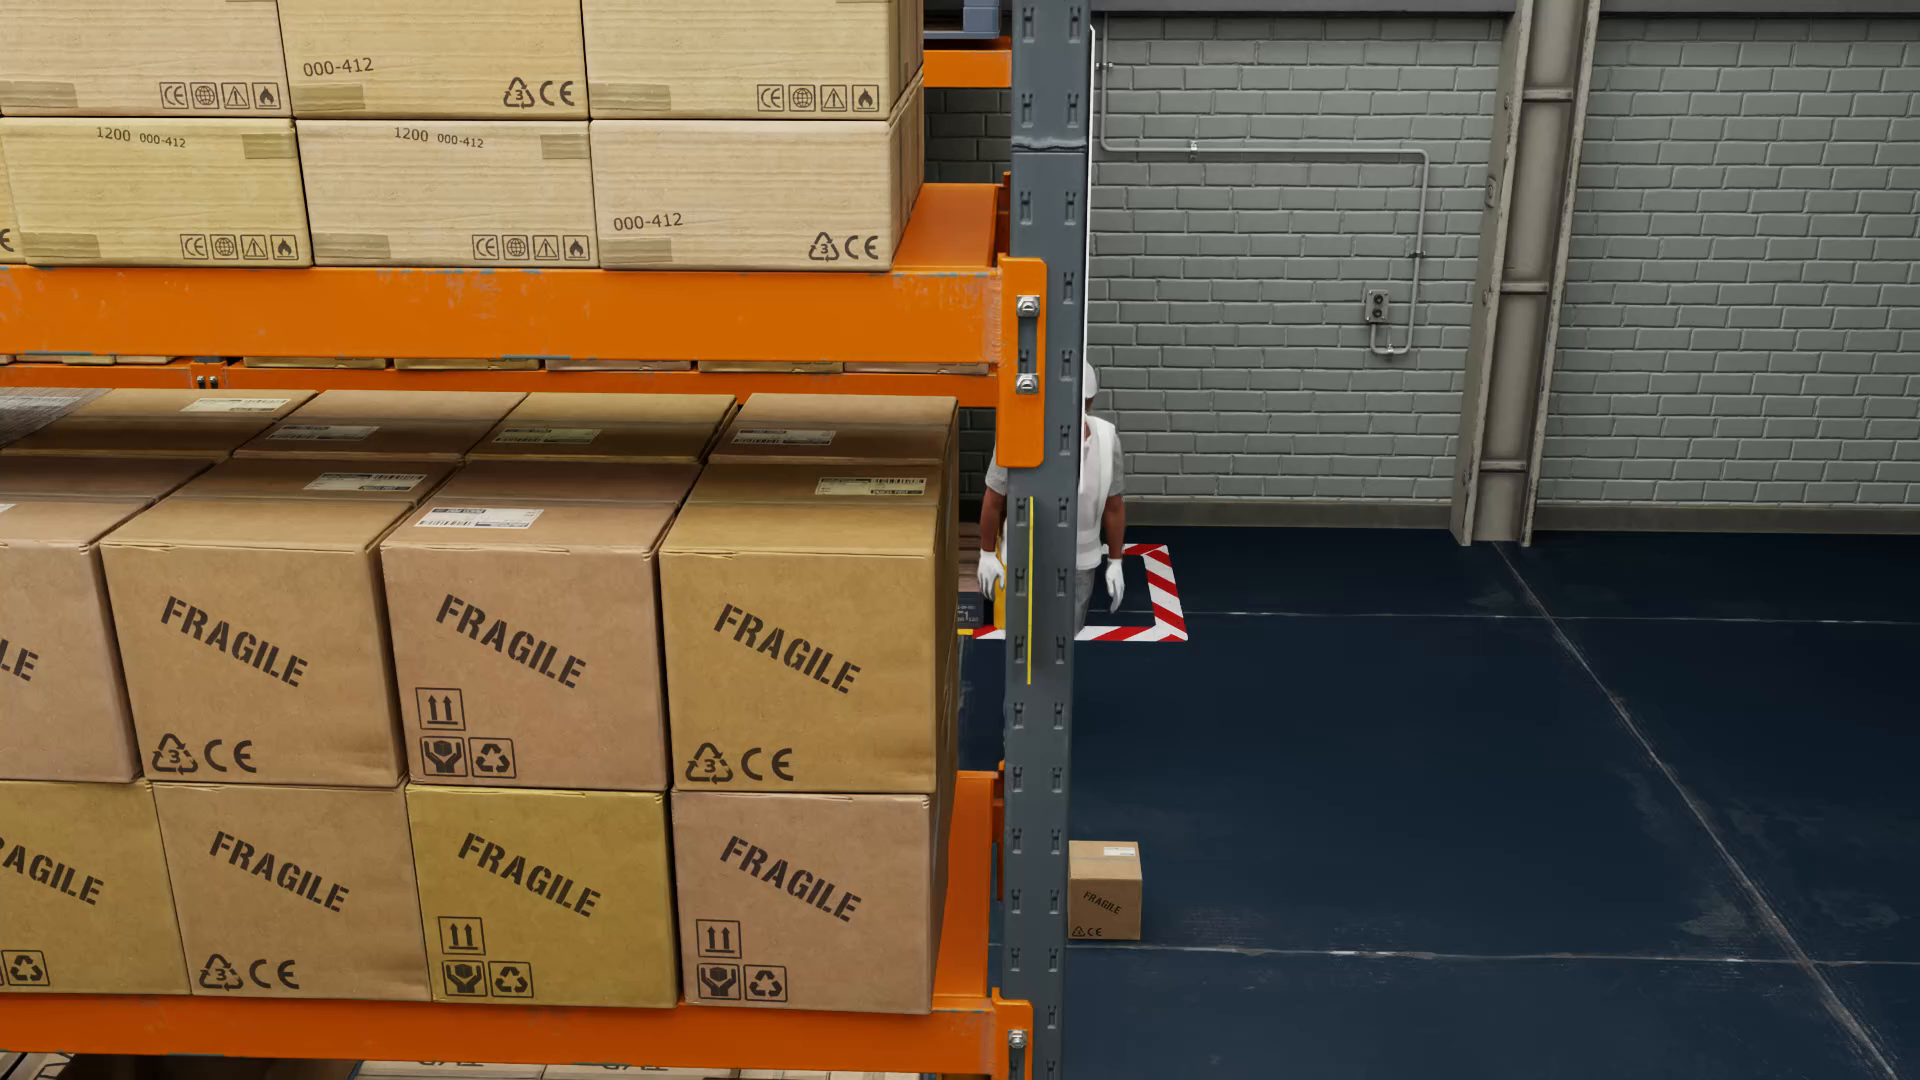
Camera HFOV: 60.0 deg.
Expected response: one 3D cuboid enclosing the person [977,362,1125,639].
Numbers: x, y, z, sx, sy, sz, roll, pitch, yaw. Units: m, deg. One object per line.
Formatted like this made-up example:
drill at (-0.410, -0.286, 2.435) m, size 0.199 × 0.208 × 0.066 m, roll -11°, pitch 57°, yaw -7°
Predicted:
person at (0.385, 0.122, 6.734) m, size 0.575 × 1.809 × 0.612 m, roll -9°, pitch 22°, yaw -23°
